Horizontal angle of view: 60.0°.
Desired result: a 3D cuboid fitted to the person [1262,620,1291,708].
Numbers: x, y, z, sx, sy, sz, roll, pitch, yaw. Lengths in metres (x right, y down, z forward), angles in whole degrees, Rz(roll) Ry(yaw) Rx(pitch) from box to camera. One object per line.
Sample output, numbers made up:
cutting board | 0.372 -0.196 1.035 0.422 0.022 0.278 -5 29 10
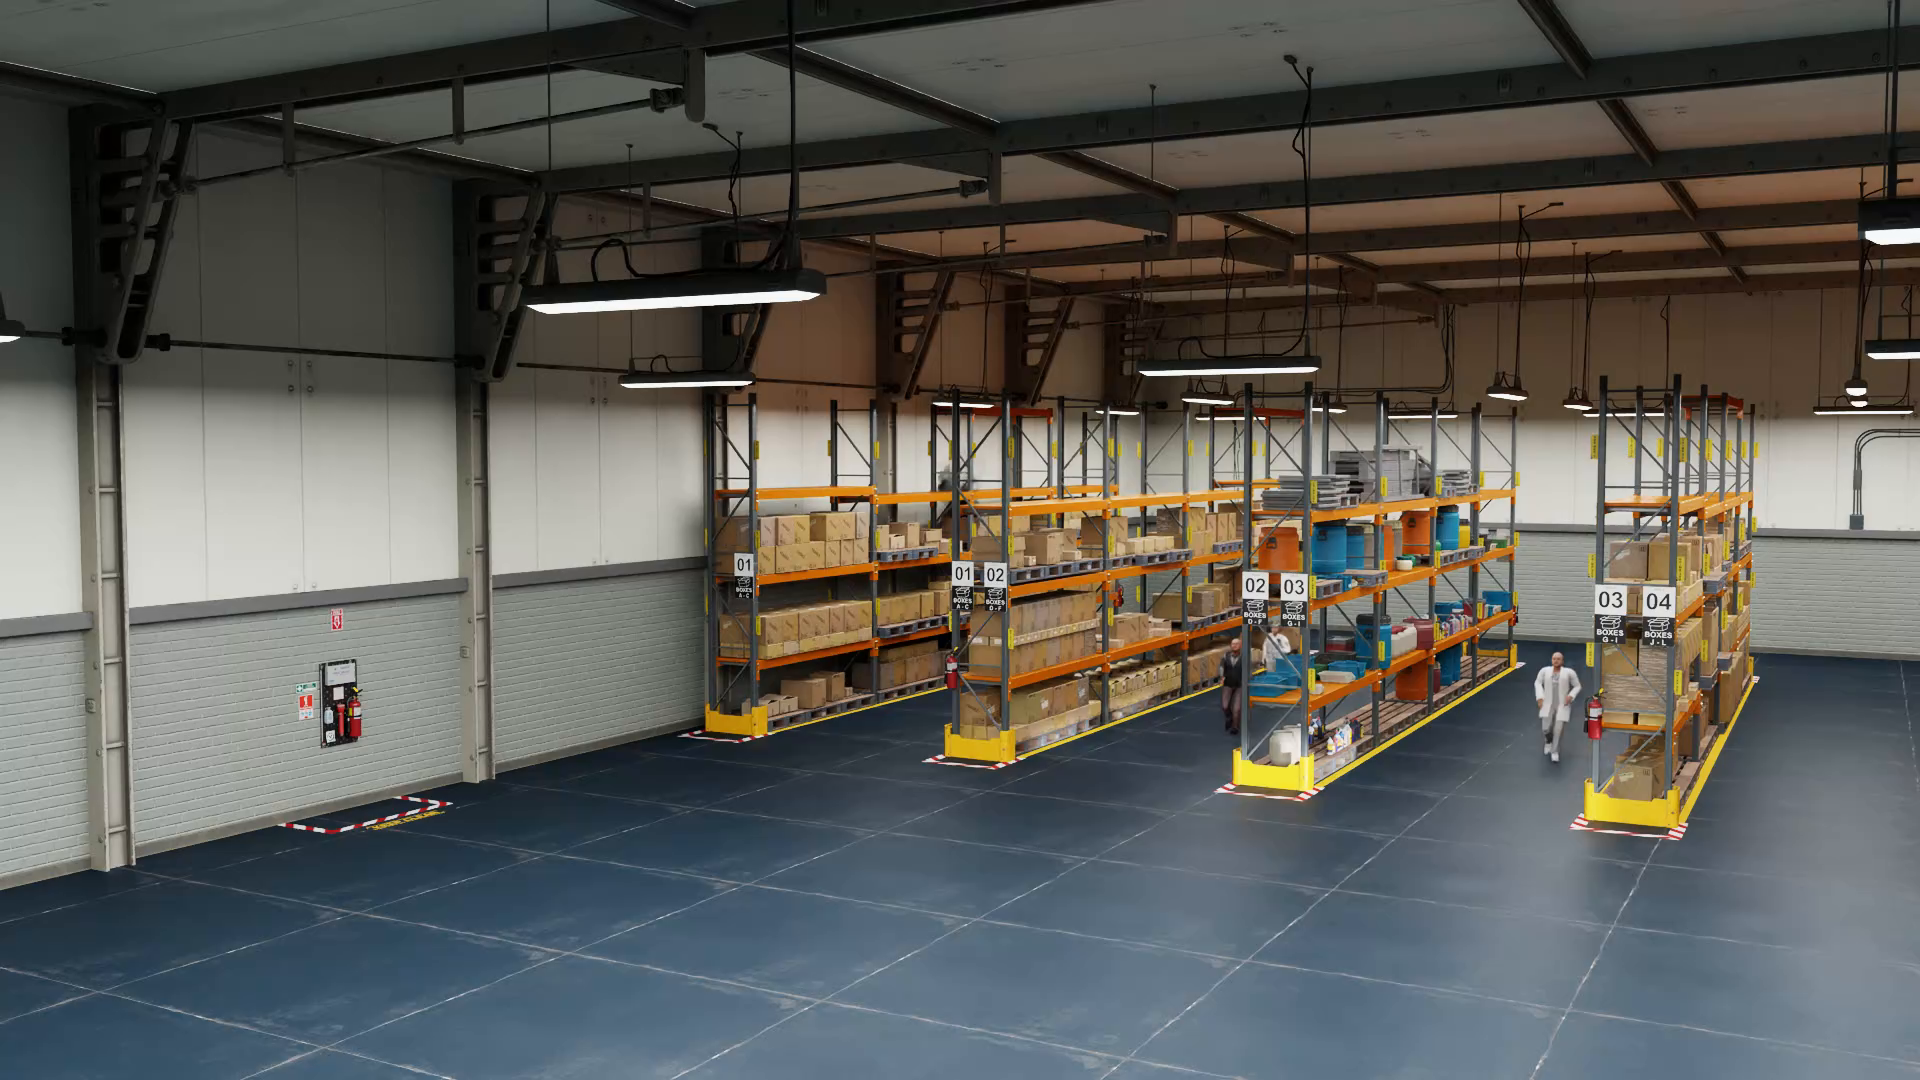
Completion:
person | 6.143 2.389 32.331 0.612 1.678 0.900 1 3 25

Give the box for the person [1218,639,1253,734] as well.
person | 4.808 2.579 29.191 0.633 1.675 0.567 1 3 17

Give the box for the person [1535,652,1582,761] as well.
person | 9.648 2.682 26.864 0.727 1.747 0.633 2 3 27
